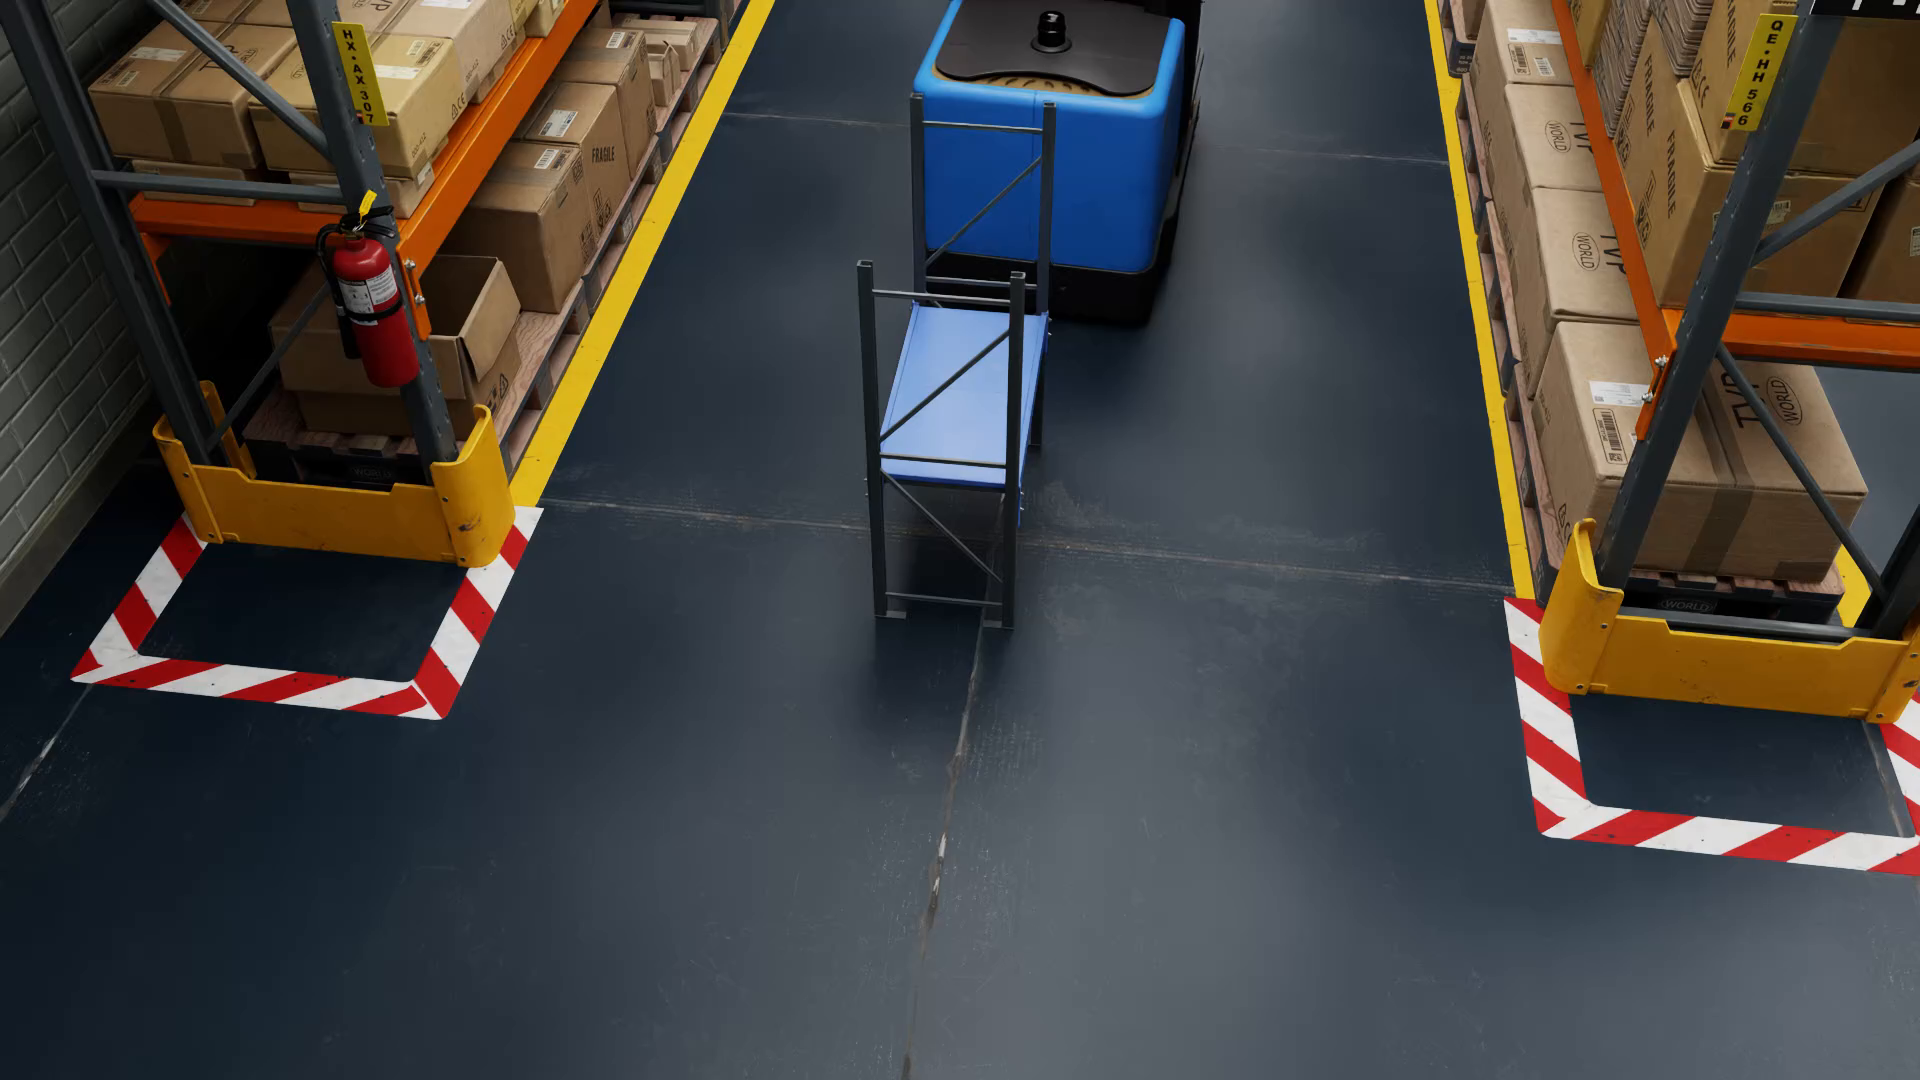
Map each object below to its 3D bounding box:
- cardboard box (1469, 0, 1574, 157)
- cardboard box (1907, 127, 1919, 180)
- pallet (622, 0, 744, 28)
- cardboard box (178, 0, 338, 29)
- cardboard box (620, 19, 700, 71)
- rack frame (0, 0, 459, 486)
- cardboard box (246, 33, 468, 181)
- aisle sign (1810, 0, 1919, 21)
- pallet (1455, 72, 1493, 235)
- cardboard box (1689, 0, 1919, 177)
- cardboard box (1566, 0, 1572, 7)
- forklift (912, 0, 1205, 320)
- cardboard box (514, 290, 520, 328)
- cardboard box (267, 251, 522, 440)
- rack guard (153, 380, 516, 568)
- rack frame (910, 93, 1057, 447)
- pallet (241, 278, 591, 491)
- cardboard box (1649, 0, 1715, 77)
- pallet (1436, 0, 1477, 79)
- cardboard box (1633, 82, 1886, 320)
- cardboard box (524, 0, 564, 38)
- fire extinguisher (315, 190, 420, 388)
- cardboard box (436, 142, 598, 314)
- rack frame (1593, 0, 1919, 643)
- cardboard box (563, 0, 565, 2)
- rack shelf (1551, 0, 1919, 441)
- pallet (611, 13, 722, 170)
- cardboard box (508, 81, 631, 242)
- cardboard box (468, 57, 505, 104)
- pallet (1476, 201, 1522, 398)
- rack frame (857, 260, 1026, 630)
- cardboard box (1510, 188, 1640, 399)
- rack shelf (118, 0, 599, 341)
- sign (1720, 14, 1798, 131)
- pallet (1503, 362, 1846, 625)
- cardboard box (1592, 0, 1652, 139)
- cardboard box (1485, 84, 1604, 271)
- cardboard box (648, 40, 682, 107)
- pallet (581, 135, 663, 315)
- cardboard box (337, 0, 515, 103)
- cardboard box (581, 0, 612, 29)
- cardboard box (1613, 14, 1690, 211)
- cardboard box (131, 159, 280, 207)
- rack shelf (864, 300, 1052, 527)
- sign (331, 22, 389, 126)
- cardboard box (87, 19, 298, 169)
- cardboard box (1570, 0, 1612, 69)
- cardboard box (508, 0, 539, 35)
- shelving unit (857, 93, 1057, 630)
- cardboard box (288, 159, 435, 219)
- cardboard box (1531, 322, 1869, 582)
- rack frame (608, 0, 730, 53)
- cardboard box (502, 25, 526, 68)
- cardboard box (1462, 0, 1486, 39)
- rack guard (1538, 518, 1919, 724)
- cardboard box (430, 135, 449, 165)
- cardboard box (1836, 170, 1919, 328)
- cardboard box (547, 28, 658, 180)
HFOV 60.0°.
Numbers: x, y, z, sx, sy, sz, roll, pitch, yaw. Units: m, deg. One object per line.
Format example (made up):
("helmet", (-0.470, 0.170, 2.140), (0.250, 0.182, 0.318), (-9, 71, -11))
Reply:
("cardboard box", (2.961, -2.180, 7.929), (0.875, 0.438, 0.875), (5, 44, 5))
("cardboard box", (2.968, -1.351, 4.695), (0.500, 0.500, 0.500), (4, 44, 5))
("pallet", (-1.700, -3.370, 9.656), (1.003, 0.211, 1.213), (5, 44, 6))
("cardboard box", (-2.432, -1.842, 5.906), (0.500, 0.250, 0.500), (5, 44, 6))
("cardboard box", (-1.553, -2.536, 8.515), (0.380, 0.149, 0.250), (4, 44, 4))
("rack frame", (-2.299, -1.099, 5.229), (1.000, 3.000, 0.127), (5, 44, 6))
("cardboard box", (-1.972, -1.437, 5.479), (0.500, 0.250, 0.500), (5, 44, 6))
("aisle sign", (2.305, -1.573, 3.839), (0.394, 0.787, 0.004), (5, 44, 6))
("pallet", (2.973, -1.853, 8.053), (1.003, 0.211, 1.213), (5, 44, 6))
("cardboard box", (2.450, -1.400, 4.747), (0.500, 0.500, 0.500), (7, 44, 7))
("cardboard box", (2.686, -2.436, 6.568), (0.500, 0.500, 0.500), (5, 44, 6))
("forklift", (0.600, -3.033, 7.322), (1.130, 2.935, 3.031), (8, 44, 9))
("cardboard box", (-2.029, -0.911, 6.798), (0.380, 0.149, 0.250), (4, 44, 4))
("cardboard box", (-2.124, -0.753, 6.374), (0.797, 0.503, 0.637), (4, 44, 4))
("rack guard", (-2.289, -0.243, 6.143), (1.175, 0.500, 0.348), (5, 44, 6))
("rack frame", (0.078, -0.949, 6.162), (0.500, 1.500, 0.032), (5, 44, 6))
("pallet", (-2.184, -0.682, 6.817), (1.003, 0.211, 1.213), (5, 44, 6))
("cardboard box", (2.490, -1.759, 5.126), (0.500, 0.500, 0.500), (5, 44, 6))
("pallet", (3.178, -2.897, 9.156), (1.003, 0.211, 1.213), (5, 44, 6))
("cardboard box", (2.423, -1.039, 5.093), (0.500, 0.500, 0.500), (5, 44, 6))
("cardboard box", (-1.764, -2.080, 6.448), (0.380, 0.149, 0.250), (4, 44, 4))
("fire extinguisher", (-1.860, -0.793, 5.234), (0.296, 0.674, 0.183), (5, 44, 6))
("cardboard box", (-1.972, -1.331, 6.987), (0.700, 0.500, 0.500), (7, 44, 7))
("rack frame", (2.622, -0.650, 4.755), (1.000, 3.000, 0.127), (5, 44, 6))
("cardboard box", (-1.749, -2.262, 6.640), (0.380, 0.149, 0.250), (6, 44, 6))
("rack shelf", (2.886, -1.752, 6.442), (1.077, 0.370, 4.000), (5, 44, 6))
("pallet", (-1.862, -2.344, 8.573), (1.003, 0.211, 1.213), (5, 44, 6))
("cardboard box", (-1.803, -1.682, 7.358), (0.500, 0.500, 0.500), (6, 44, 6))
("cardboard box", (-1.901, -1.733, 6.082), (0.380, 0.149, 0.250), (7, 44, 7))
("pallet", (2.814, -1.019, 7.173), (1.003, 0.211, 1.213), (5, 44, 6))
("rack frame", (-0.056, -0.256, 5.430), (0.500, 1.500, 0.032), (5, 44, 6))
("cardboard box", (2.723, -0.956, 6.636), (0.875, 0.438, 0.875), (6, 44, 7))
("rack shelf", (-2.034, -2.201, 6.916), (1.077, 0.370, 4.000), (5, 44, 6))
("sign", (2.086, -1.216, 4.338), (0.100, 0.325, 0.005), (5, 44, 6))
("pallet", (2.650, -0.190, 6.297), (1.003, 0.211, 1.213), (5, 44, 6))
("cardboard box", (2.563, -1.732, 5.824), (0.500, 0.500, 0.500), (6, 44, 7))
("cardboard box", (2.843, -1.570, 7.285), (0.875, 0.438, 0.875), (4, 44, 4))
("cardboard box", (-1.600, -2.335, 8.218), (0.396, 0.266, 0.258), (7, 44, 7))
("pallet", (-2.021, -1.511, 7.692), (1.003, 0.211, 1.213), (5, 44, 6))
("cardboard box", (-1.905, -1.781, 5.842), (0.500, 0.250, 0.500), (6, 44, 6))
("cardboard box", (-2.092, -2.572, 8.435), (0.500, 0.311, 0.500), (7, 44, 7))
("cardboard box", (2.504, -1.380, 5.453), (0.500, 0.500, 0.500), (4, 44, 5))
("cardboard box", (-2.521, -1.258, 5.580), (0.380, 0.149, 0.250), (5, 44, 5))
("rack shelf", (0.011, -0.472, 5.919), (0.538, 0.185, 1.000), (5, 44, 6))
("sign", (-1.761, -1.364, 4.879), (0.100, 0.325, 0.005), (5, 44, 6))
("cardboard box", (-2.501, -1.490, 5.535), (0.500, 0.250, 0.500), (6, 44, 7))
("cardboard box", (2.618, -2.085, 6.197), (0.500, 0.500, 0.500), (6, 44, 7))
("cardboard box", (-1.842, -2.127, 6.207), (0.500, 0.250, 0.500), (4, 44, 5))
("shelving unit", (0.011, -0.603, 5.796), (0.538, 1.500, 1.048), (5, 44, 6))
("cardboard box", (-1.983, -1.207, 5.526), (0.380, 0.149, 0.250), (5, 44, 5))
("cardboard box", (2.610, -0.331, 5.976), (0.875, 0.438, 0.875), (4, 44, 4))
("rack frame", (-1.770, -3.825, 8.108), (1.000, 3.000, 0.127), (5, 44, 6))
("cardboard box", (-1.872, -1.915, 6.273), (0.380, 0.149, 0.250), (6, 44, 6))
("cardboard box", (3.153, -3.187, 8.674), (0.875, 0.875, 0.875), (6, 44, 7))
("rack guard", (2.619, 0.274, 5.597), (1.175, 0.500, 0.348), (5, 44, 6))
("cardboard box", (-1.996, -1.384, 5.713), (0.380, 0.149, 0.250), (6, 44, 7))
("cardboard box", (2.970, -0.988, 5.039), (0.500, 0.500, 0.500), (5, 44, 5))
("cardboard box", (-1.835, -2.039, 7.734), (0.700, 0.500, 0.500), (4, 44, 4))
